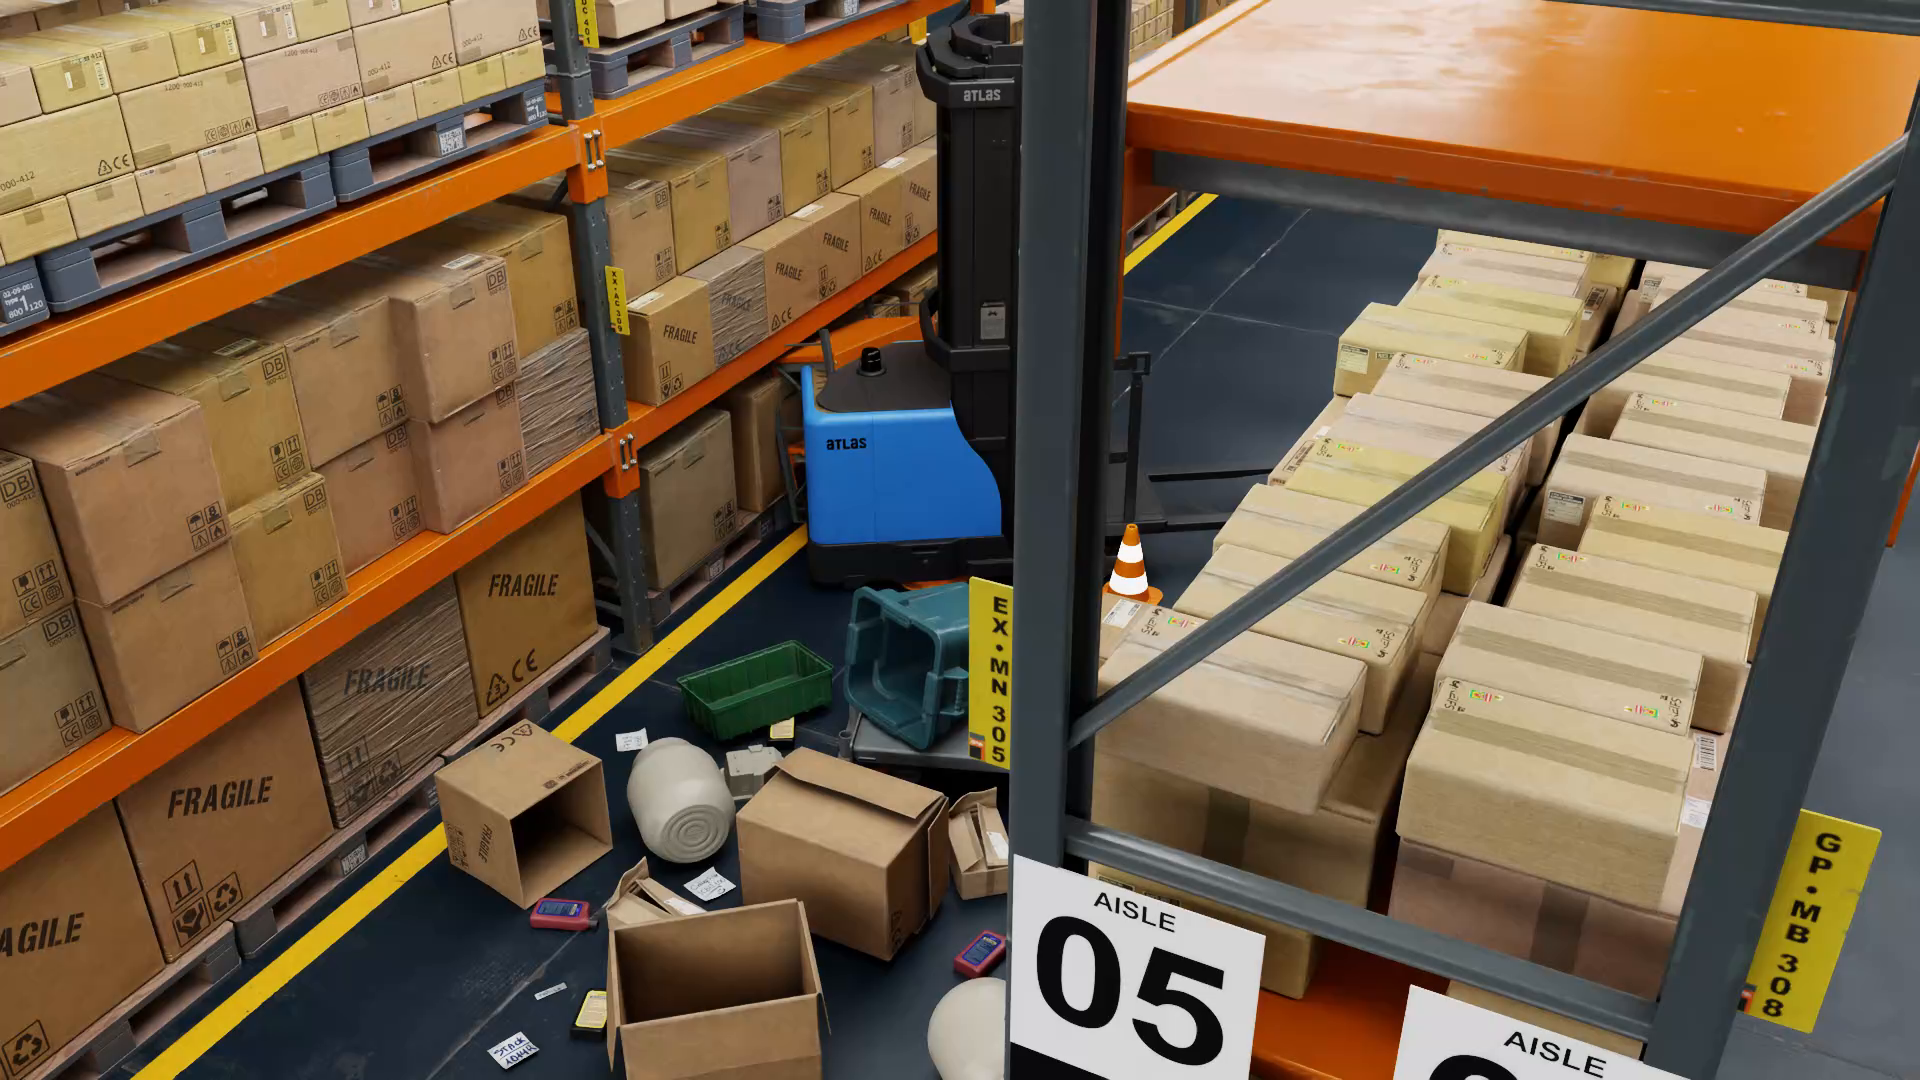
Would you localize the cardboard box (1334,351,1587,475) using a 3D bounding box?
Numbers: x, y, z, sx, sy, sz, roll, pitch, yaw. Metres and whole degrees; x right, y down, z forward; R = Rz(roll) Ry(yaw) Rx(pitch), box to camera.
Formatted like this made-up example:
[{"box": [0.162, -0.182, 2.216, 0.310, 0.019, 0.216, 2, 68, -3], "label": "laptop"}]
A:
[{"box": [1.228, -0.306, 4.110, 0.500, 0.250, 0.500, 15, 33, 24], "label": "cardboard box"}]

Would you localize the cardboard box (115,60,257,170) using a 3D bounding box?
[{"box": [-2.771, -1.470, 5.616, 0.500, 0.250, 0.500, 14, 33, 23], "label": "cardboard box"}]

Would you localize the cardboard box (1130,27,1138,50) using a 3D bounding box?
[{"box": [1.197, -4.005, 13.244, 0.380, 0.149, 0.250, 13, 32, 22], "label": "cardboard box"}]

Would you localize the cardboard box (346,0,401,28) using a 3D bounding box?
[{"box": [-2.313, -2.021, 6.174, 0.380, 0.149, 0.250, 15, 33, 24], "label": "cardboard box"}]

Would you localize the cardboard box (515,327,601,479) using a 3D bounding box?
[{"box": [-2.244, -0.725, 7.850, 0.875, 0.550, 0.550, 14, 33, 23], "label": "cardboard box"}]

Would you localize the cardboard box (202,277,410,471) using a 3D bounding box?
[{"box": [-2.800, -0.725, 6.766, 0.875, 0.550, 0.550, 14, 33, 23], "label": "cardboard box"}]

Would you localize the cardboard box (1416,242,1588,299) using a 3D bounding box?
[{"box": [1.388, -0.630, 4.275, 0.380, 0.149, 0.250, 14, 33, 23], "label": "cardboard box"}]

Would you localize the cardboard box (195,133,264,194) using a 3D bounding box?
[{"box": [-2.662, -1.333, 5.777, 0.380, 0.149, 0.250, 14, 33, 23], "label": "cardboard box"}]

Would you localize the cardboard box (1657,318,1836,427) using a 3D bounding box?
[{"box": [1.795, -0.387, 3.851, 0.380, 0.149, 0.250, 15, 33, 24], "label": "cardboard box"}]

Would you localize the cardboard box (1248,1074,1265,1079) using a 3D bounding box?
[{"box": [0.582, 1.143, 3.344, 0.700, 0.500, 0.500, 13, 33, 22], "label": "cardboard box"}]

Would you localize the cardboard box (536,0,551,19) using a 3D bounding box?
[{"box": [-1.907, -2.637, 7.946, 0.500, 0.250, 0.500, 15, 33, 24], "label": "cardboard box"}]

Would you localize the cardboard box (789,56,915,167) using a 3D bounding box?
[{"box": [-0.707, -2.655, 10.257, 0.700, 0.500, 0.500, 14, 33, 23], "label": "cardboard box"}]

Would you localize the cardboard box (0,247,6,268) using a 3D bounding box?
[{"box": [-3.122, -0.886, 4.999, 0.380, 0.149, 0.250, 15, 33, 24], "label": "cardboard box"}]

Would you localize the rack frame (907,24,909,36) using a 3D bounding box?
[{"box": [-0.989, -7.316, 19.478, 1.000, 3.000, 0.127, 14, 33, 23], "label": "rack frame"}]

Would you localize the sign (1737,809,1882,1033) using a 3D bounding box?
[{"box": [1.027, 0.468, 2.032, 0.100, 0.325, 0.005, 14, 33, 23], "label": "sign"}]

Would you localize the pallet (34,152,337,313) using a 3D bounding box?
[{"box": [-3.025, -1.189, 5.886, 1.003, 0.211, 1.213, 14, 33, 23], "label": "pallet"}]

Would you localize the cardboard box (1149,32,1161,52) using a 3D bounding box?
[{"box": [1.436, -4.110, 13.725, 0.380, 0.149, 0.250, 15, 33, 24], "label": "cardboard box"}]

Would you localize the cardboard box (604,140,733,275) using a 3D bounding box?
[{"box": [-1.633, -1.753, 8.686, 0.700, 0.500, 0.500, 14, 33, 22], "label": "cardboard box"}]

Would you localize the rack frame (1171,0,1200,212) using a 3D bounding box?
[{"box": [1.558, -4.373, 14.353, 1.000, 3.000, 0.127, 14, 33, 23], "label": "rack frame"}]

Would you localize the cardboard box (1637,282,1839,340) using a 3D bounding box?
[{"box": [2.175, -0.632, 4.678, 0.500, 0.250, 0.500, 14, 33, 22], "label": "cardboard box"}]

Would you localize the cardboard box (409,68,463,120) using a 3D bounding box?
[{"box": [-2.199, -1.783, 6.560, 0.380, 0.149, 0.250, 15, 33, 24], "label": "cardboard box"}]

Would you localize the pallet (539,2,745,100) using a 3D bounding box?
[{"box": [-1.713, -2.462, 8.205, 0.805, 0.209, 1.217, 13, 32, 21], "label": "pallet"}]

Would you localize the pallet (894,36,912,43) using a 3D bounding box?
[{"box": [-1.284, -5.734, 19.524, 1.003, 0.211, 1.213, 14, 33, 23], "label": "pallet"}]

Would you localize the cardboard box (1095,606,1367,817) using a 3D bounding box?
[{"box": [0.435, 0.271, 2.706, 0.380, 0.149, 0.250, 15, 33, 24], "label": "cardboard box"}]

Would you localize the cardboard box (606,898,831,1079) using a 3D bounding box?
[{"box": [-0.910, 1.755, 6.189, 0.797, 0.503, 0.637, -7, 31, -11], "label": "cardboard box"}]

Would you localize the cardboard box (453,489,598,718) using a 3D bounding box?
[{"box": [-2.435, 0.176, 8.143, 0.875, 0.875, 0.875, 15, 33, 24], "label": "cardboard box"}]

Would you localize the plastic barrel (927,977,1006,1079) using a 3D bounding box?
[{"box": [0.137, 1.883, 6.045, 0.421, 0.421, 0.512, -12, 32, -20], "label": "plastic barrel"}]

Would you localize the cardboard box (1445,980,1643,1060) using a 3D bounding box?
[{"box": [0.984, 0.760, 2.655, 0.380, 0.149, 0.250, 14, 33, 23], "label": "cardboard box"}]

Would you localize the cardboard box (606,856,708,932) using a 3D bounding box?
[{"box": [-1.230, 1.539, 6.803, 0.396, 0.266, 0.258, 21, 36, 32], "label": "cardboard box"}]

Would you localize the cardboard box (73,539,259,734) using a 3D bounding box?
[{"box": [-3.182, 0.239, 6.172, 0.875, 0.550, 0.550, 14, 33, 23], "label": "cardboard box"}]

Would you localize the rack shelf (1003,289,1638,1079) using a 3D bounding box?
[{"box": [1.455, 0.150, 4.187, 1.077, 0.370, 4.000, 14, 33, 23], "label": "rack shelf"}]

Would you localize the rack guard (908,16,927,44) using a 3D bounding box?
[{"box": [-0.978, -6.243, 20.119, 1.175, 0.500, 0.348, 14, 33, 23], "label": "rack guard"}]

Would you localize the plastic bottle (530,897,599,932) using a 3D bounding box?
[{"box": [-1.640, 1.569, 6.956, 0.283, 0.061, 0.133, 4, 30, 6], "label": "plastic bottle"}]

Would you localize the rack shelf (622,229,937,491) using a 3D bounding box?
[{"box": [-1.175, -1.401, 9.900, 1.077, 0.370, 4.000, 14, 33, 23], "label": "rack shelf"}]

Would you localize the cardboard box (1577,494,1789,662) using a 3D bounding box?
[{"box": [1.338, 0.070, 3.056, 0.380, 0.149, 0.250, 14, 33, 23], "label": "cardboard box"}]

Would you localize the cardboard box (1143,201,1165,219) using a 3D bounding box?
[{"box": [1.445, -3.086, 14.200, 0.500, 0.500, 0.500, 14, 33, 22], "label": "cardboard box"}]

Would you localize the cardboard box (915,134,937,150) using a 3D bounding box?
[{"box": [-0.230, -2.382, 10.786, 0.500, 0.500, 0.500, 14, 33, 23], "label": "cardboard box"}]

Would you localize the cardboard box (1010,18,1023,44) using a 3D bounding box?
[{"box": [0.261, -3.940, 12.832, 0.380, 0.149, 0.250, 15, 33, 25], "label": "cardboard box"}]

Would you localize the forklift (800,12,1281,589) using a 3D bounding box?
[{"box": [0.621, -1.305, 9.080, 3.031, 2.935, 1.130, -3, 30, -5], "label": "forklift"}]

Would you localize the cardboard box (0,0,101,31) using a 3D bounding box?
[{"box": [-3.248, -1.831, 5.843, 0.380, 0.149, 0.250, 14, 33, 23], "label": "cardboard box"}]

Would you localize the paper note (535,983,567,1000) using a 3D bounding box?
[{"box": [-1.628, 1.795, 6.615, 0.123, 0.001, 0.032, -18, 34, -28], "label": "paper note"}]

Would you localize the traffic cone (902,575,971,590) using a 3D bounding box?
[{"box": [-0.131, 0.022, 9.247, 0.336, 0.463, 0.334, 14, 33, 23], "label": "traffic cone"}]

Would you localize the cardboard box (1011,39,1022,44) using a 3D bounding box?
[{"box": [0.258, -3.811, 12.906, 0.380, 0.149, 0.250, 14, 33, 22], "label": "cardboard box"}]

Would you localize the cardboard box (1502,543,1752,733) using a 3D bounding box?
[{"box": [1.248, 0.277, 3.095, 0.500, 0.250, 0.500, 14, 33, 23], "label": "cardboard box"}]

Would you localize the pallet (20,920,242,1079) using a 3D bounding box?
[{"box": [-3.614, 1.784, 6.431, 1.003, 0.211, 1.213, 14, 33, 23], "label": "pallet"}]

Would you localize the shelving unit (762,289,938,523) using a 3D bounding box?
[{"box": [-0.570, -0.796, 9.772, 0.538, 1.125, 1.048, 3, 21, 34], "label": "shelving unit"}]

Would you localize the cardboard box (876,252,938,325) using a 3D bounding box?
[{"box": [-0.622, -1.556, 11.286, 1.050, 0.750, 0.750, 14, 33, 23], "label": "cardboard box"}]

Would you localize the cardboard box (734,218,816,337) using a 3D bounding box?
[{"box": [-1.148, -1.487, 9.226, 0.500, 0.500, 0.500, 14, 33, 23], "label": "cardboard box"}]

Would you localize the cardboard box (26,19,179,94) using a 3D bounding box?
[{"box": [-2.777, -1.569, 5.387, 0.380, 0.149, 0.250, 15, 33, 24], "label": "cardboard box"}]

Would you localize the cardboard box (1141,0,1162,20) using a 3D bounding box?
[{"box": [1.427, -4.362, 13.568, 0.380, 0.149, 0.250, 13, 32, 22], "label": "cardboard box"}]

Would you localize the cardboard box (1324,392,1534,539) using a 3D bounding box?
[{"box": [0.966, -0.160, 3.456, 0.380, 0.149, 0.250, 14, 33, 23], "label": "cardboard box"}]

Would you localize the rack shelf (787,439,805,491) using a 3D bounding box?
[{"box": [-0.531, -0.566, 9.843, 0.538, 0.278, 1.000, 3, 21, 34], "label": "rack shelf"}]
